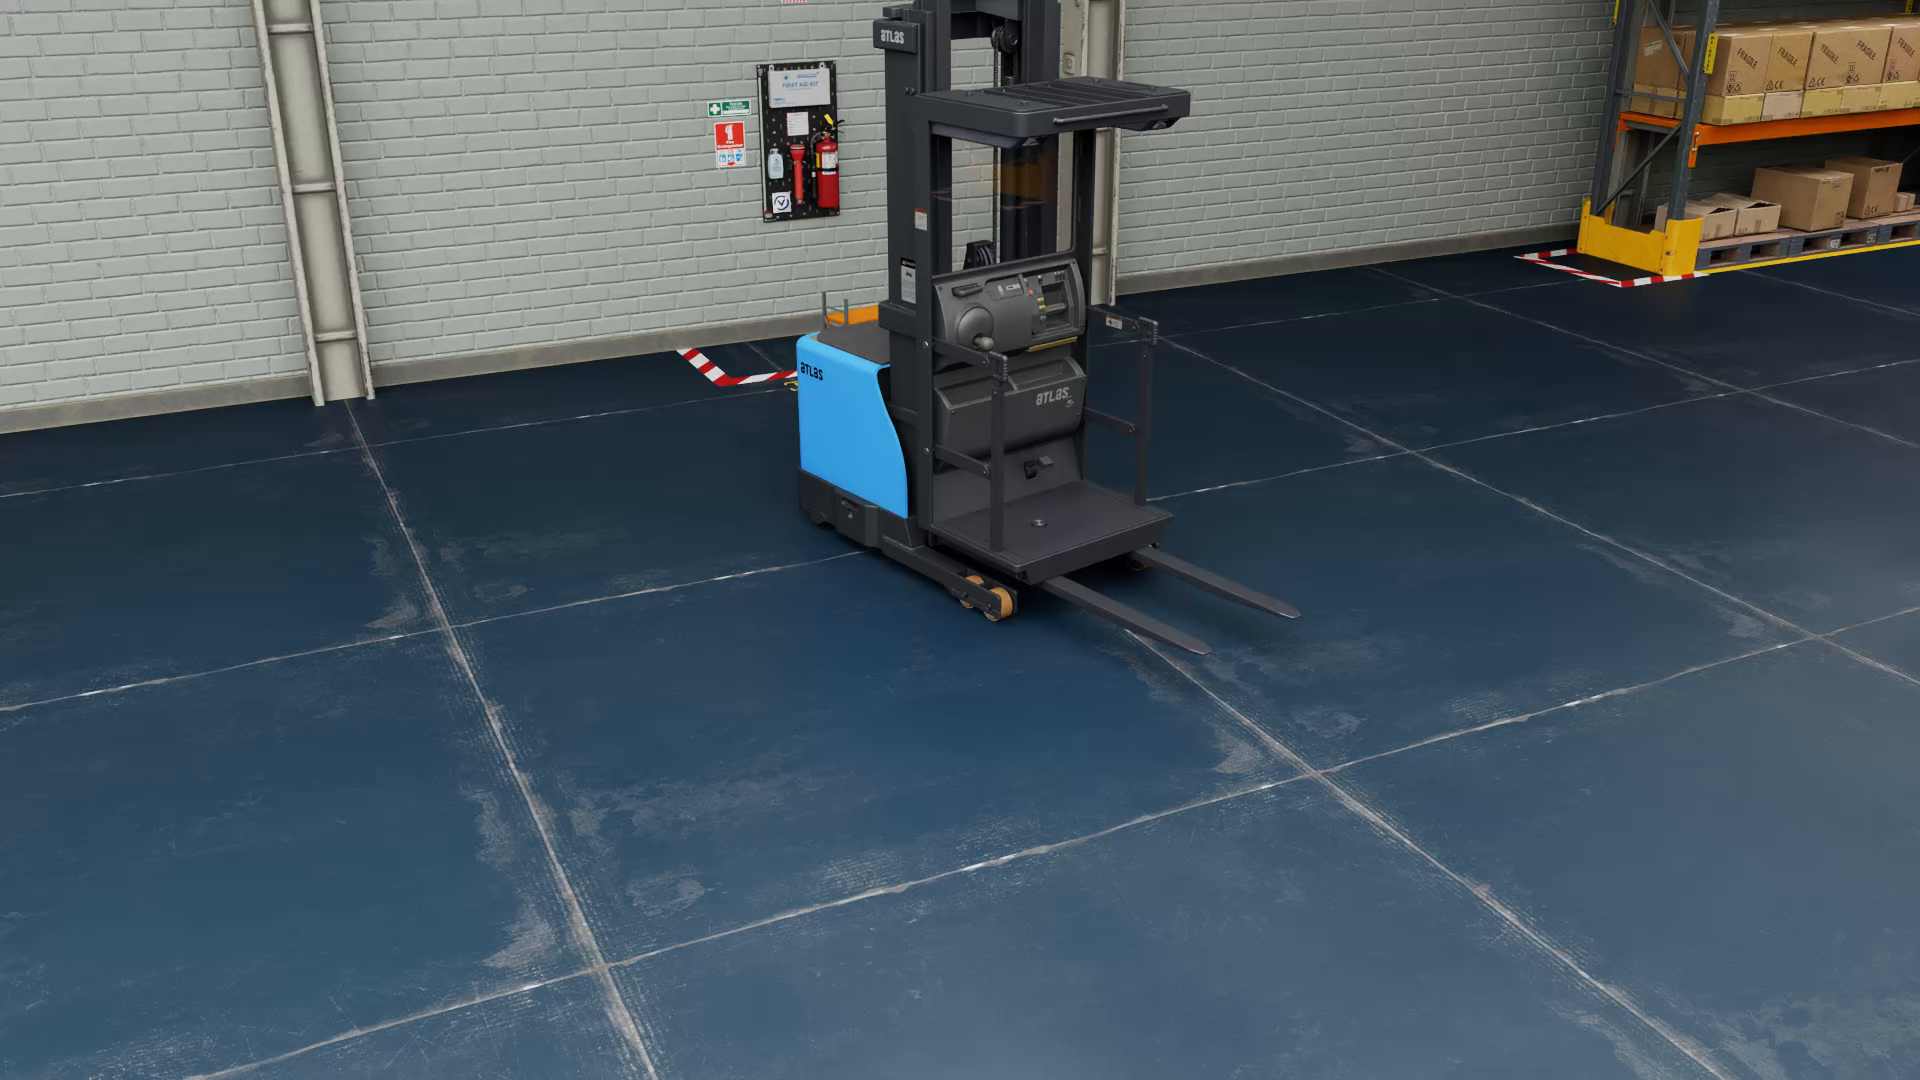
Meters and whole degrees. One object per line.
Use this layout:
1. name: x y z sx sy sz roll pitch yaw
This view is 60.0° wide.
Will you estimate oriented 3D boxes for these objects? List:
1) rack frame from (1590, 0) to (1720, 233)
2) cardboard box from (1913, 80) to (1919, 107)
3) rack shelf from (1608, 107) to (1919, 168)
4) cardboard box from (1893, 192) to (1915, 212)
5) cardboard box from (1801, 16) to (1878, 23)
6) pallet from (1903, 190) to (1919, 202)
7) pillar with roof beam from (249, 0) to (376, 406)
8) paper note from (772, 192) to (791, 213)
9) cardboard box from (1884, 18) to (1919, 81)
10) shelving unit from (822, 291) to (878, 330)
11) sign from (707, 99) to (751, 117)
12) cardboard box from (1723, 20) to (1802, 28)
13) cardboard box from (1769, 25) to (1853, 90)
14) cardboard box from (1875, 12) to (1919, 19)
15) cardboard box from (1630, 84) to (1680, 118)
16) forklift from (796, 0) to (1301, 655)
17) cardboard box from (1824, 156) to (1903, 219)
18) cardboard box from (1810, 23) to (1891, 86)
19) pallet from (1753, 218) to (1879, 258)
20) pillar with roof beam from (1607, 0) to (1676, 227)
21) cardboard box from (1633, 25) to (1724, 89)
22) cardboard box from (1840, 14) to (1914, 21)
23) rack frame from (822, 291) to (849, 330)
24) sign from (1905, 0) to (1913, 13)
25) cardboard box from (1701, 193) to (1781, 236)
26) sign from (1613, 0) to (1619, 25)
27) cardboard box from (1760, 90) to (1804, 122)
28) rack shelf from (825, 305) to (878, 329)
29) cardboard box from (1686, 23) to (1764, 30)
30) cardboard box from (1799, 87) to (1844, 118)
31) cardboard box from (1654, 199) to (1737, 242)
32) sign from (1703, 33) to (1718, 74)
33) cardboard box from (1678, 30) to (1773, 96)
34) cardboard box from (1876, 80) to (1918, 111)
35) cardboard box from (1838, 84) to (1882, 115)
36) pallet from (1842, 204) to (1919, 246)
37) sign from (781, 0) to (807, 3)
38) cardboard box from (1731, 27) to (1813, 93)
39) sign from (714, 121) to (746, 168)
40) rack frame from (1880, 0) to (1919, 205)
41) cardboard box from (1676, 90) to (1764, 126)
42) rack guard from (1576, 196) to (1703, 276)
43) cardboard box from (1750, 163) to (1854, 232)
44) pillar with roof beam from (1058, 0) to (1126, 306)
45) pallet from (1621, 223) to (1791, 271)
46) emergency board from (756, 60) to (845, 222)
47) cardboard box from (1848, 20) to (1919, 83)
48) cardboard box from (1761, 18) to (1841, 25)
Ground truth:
1. rack frame: 6.220 -3.973 14.925 0.127 3.000 1.000 -10 25 -24
2. cardboard box: 9.077 -4.313 15.918 0.500 0.250 0.500 -10 25 -23
3. rack shelf: 8.023 -3.972 15.864 4.000 0.370 1.077 -10 25 -24
4. cardboard box: 9.356 -3.431 16.746 0.250 0.166 0.380 -14 26 -30
5. cardboard box: 8.391 -4.751 15.996 0.500 0.500 0.500 -10 24 -22
6. pallet: 10.526 -3.477 17.375 1.213 0.211 1.003 -10 25 -24
7. pillar with roof beam: -2.470 -3.685 6.385 0.400 9.000 9.100 -10 25 -24
8. paper note: -1.363 -2.582 12.718 0.142 0.148 0.016 -10 25 -24
9. cardboard box: 9.086 -4.653 15.758 0.500 0.500 0.500 -11 25 -24
10. shelving unit: -0.525 -0.900 9.855 0.503 1.200 0.258 -17 28 -36
11. sign: -1.709 -3.198 12.313 0.331 0.109 0.001 -10 25 -24
12. cardboard box: 7.475 -4.578 15.577 0.500 0.500 0.500 -11 25 -25
13. cardboard box: 7.699 -4.397 15.139 0.500 0.500 0.500 -11 25 -25
14. cardboard box: 9.311 -4.917 16.395 0.500 0.500 0.500 -11 25 -25
15. cardboard box: 6.558 -4.057 15.299 0.500 0.250 0.500 -10 25 -23
16. forklift: 0.396 -1.167 8.236 1.130 2.935 3.031 -17 28 -36
17. cardboard box: 8.907 -3.498 16.473 0.500 0.500 0.500 -12 26 -28
18. cardboard box: 8.159 -4.486 15.356 0.500 0.500 0.500 -10 24 -22
19. pallet: 8.134 -3.020 16.270 1.213 0.211 1.003 -10 25 -24
20. pillar with roof beam: 8.343 -5.675 11.194 0.400 9.000 9.100 -10 25 -24
21. cardboard box: 6.553 -4.410 15.172 0.500 0.500 0.500 -11 25 -24
22. cardboard box: 8.843 -4.832 16.191 0.500 0.500 0.500 -11 25 -24
23. rack frame: -0.714 -0.841 9.713 0.015 1.200 0.240 -17 28 -36
24. sign: 9.581 -5.362 16.767 0.005 0.325 0.100 -10 25 -24
25. cardboard box: 7.397 -3.112 15.786 0.500 0.311 0.500 -8 24 -19
26. sign: 5.998 -4.848 15.113 0.005 0.325 0.100 -10 25 -24
27. cardboard box: 7.260 -3.975 15.101 0.500 0.250 0.500 -11 25 -25
28. rack shelf: -0.525 -1.263 9.705 0.480 0.148 0.258 -17 28 -36
29. cardboard box: 7.011 -4.491 15.366 0.500 0.500 0.500 -10 25 -23
30. cardboard box: 7.721 -4.058 15.300 0.500 0.250 0.500 -11 25 -24
31. cardboard box: 6.883 -3.017 15.558 0.500 0.311 0.500 -14 26 -30
32. sign: 6.456 -4.186 14.308 0.005 0.325 0.100 -10 25 -24
33. cardboard box: 6.781 -4.235 14.748 0.500 0.500 0.500 -10 25 -24
34. cardboard box: 8.630 -4.224 15.704 0.500 0.250 0.500 -11 25 -24
35. cardboard box: 8.178 -4.141 15.501 0.500 0.250 0.500 -10 25 -23
36. pallet: 9.235 -3.224 16.763 1.213 0.211 1.003 -10 25 -24
37. sign: -1.224 -4.099 12.199 0.199 0.298 0.001 -10 25 -24
38. cardboard box: 7.231 -4.313 14.937 0.500 0.500 0.500 -10 25 -23
39. sign: -1.716 -2.955 12.420 0.234 0.329 0.001 -10 25 -24
40. rack frame: 9.825 -4.636 16.528 0.127 3.000 1.000 -10 25 -24
41. cardboard box: 6.798 -3.884 14.881 0.500 0.250 0.500 -11 25 -25
42. rack guard: 6.289 -2.830 15.434 0.348 0.500 1.175 -10 25 -24
43. cardboard box: 8.079 -3.304 16.002 0.500 0.500 0.700 -12 25 -27
44. pillar with roof beam: 2.937 -4.680 8.790 0.400 9.000 9.100 -10 25 -24
45. pallet: 7.036 -2.819 15.785 1.213 0.211 1.003 -10 25 -24
46. emergency board: -1.174 -2.995 12.563 0.643 1.169 0.194 -10 25 -24
47. cardboard box: 8.627 -4.573 15.565 0.500 0.500 0.500 -11 25 -25
48. cardboard box: 7.929 -4.661 15.778 0.500 0.500 0.500 -10 25 -23
